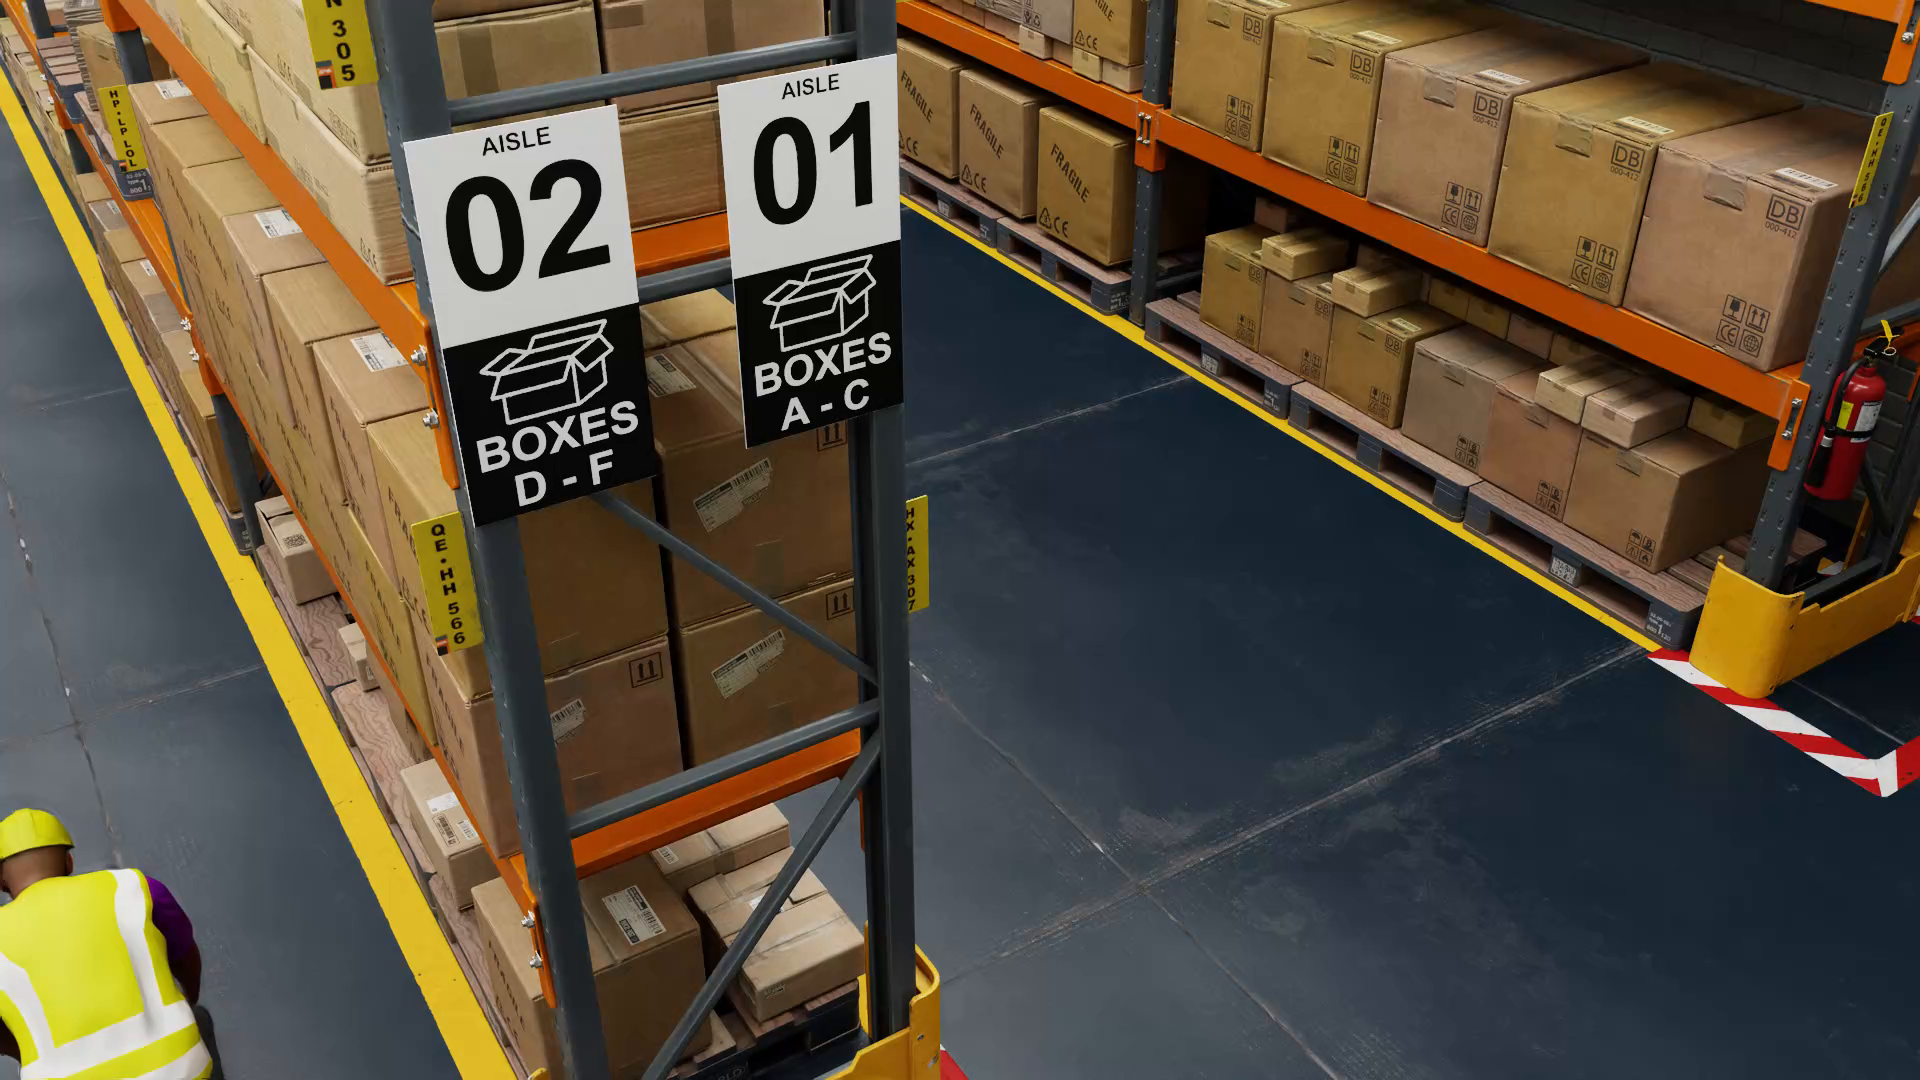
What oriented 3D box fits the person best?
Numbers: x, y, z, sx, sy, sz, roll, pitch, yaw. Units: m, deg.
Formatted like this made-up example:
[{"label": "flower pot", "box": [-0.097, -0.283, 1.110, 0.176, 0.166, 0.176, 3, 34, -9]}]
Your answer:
[{"label": "person", "box": [-2.384, 1.363, 4.582, 0.606, 1.113, 0.869, -17, 36, -25]}]
